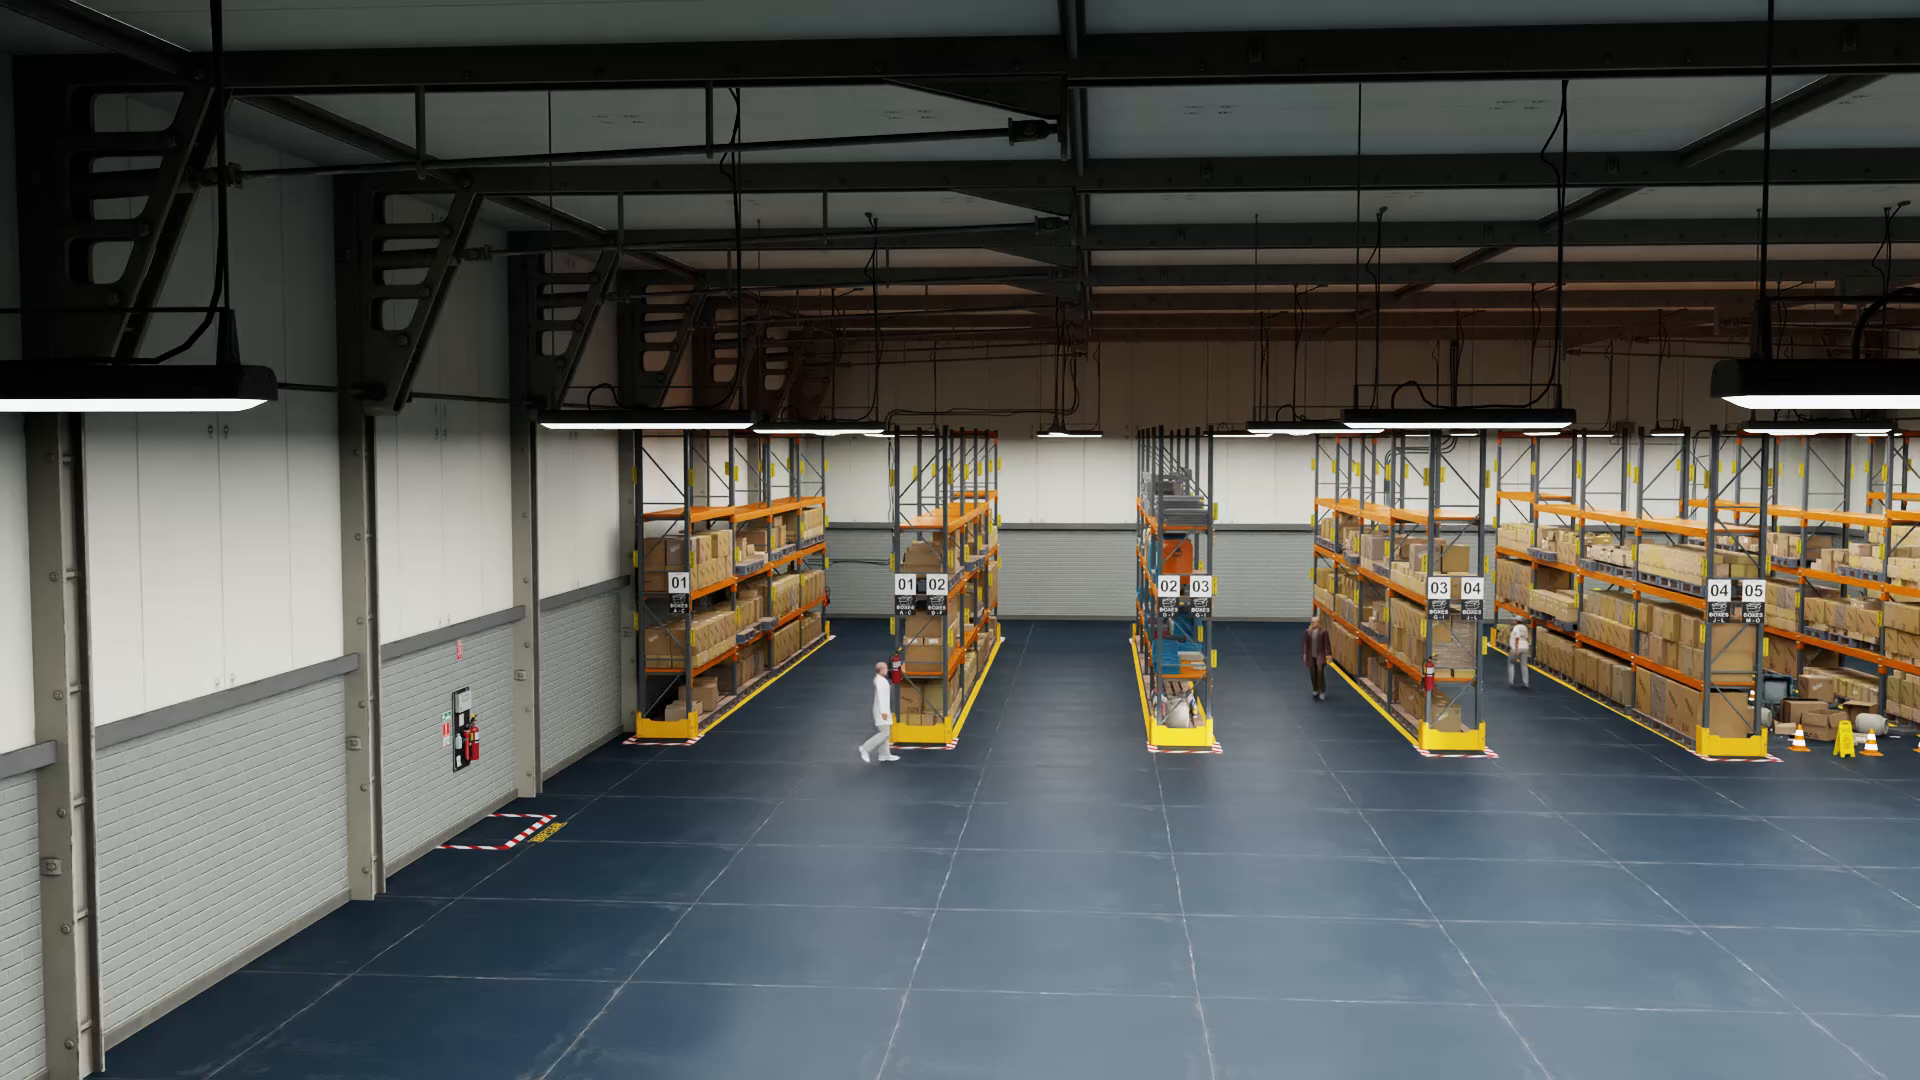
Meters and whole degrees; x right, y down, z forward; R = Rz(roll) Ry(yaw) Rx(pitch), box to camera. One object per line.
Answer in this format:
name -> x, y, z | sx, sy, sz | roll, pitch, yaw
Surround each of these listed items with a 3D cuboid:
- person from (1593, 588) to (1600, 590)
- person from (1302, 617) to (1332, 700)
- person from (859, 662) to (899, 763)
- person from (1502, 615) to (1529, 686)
person -> 17.041, 2.175, 44.539 | 0.609, 1.787, 0.403 | -1, 4, -22
person -> 7.921, 2.614, 37.072 | 0.662, 1.794, 0.705 | 2, 4, 32
person -> -1.442, 3.052, 29.526 | 0.720, 1.774, 0.607 | 0, 3, -8
person -> 13.002, 2.594, 38.677 | 0.501, 1.688, 0.701 | -1, 3, -10
